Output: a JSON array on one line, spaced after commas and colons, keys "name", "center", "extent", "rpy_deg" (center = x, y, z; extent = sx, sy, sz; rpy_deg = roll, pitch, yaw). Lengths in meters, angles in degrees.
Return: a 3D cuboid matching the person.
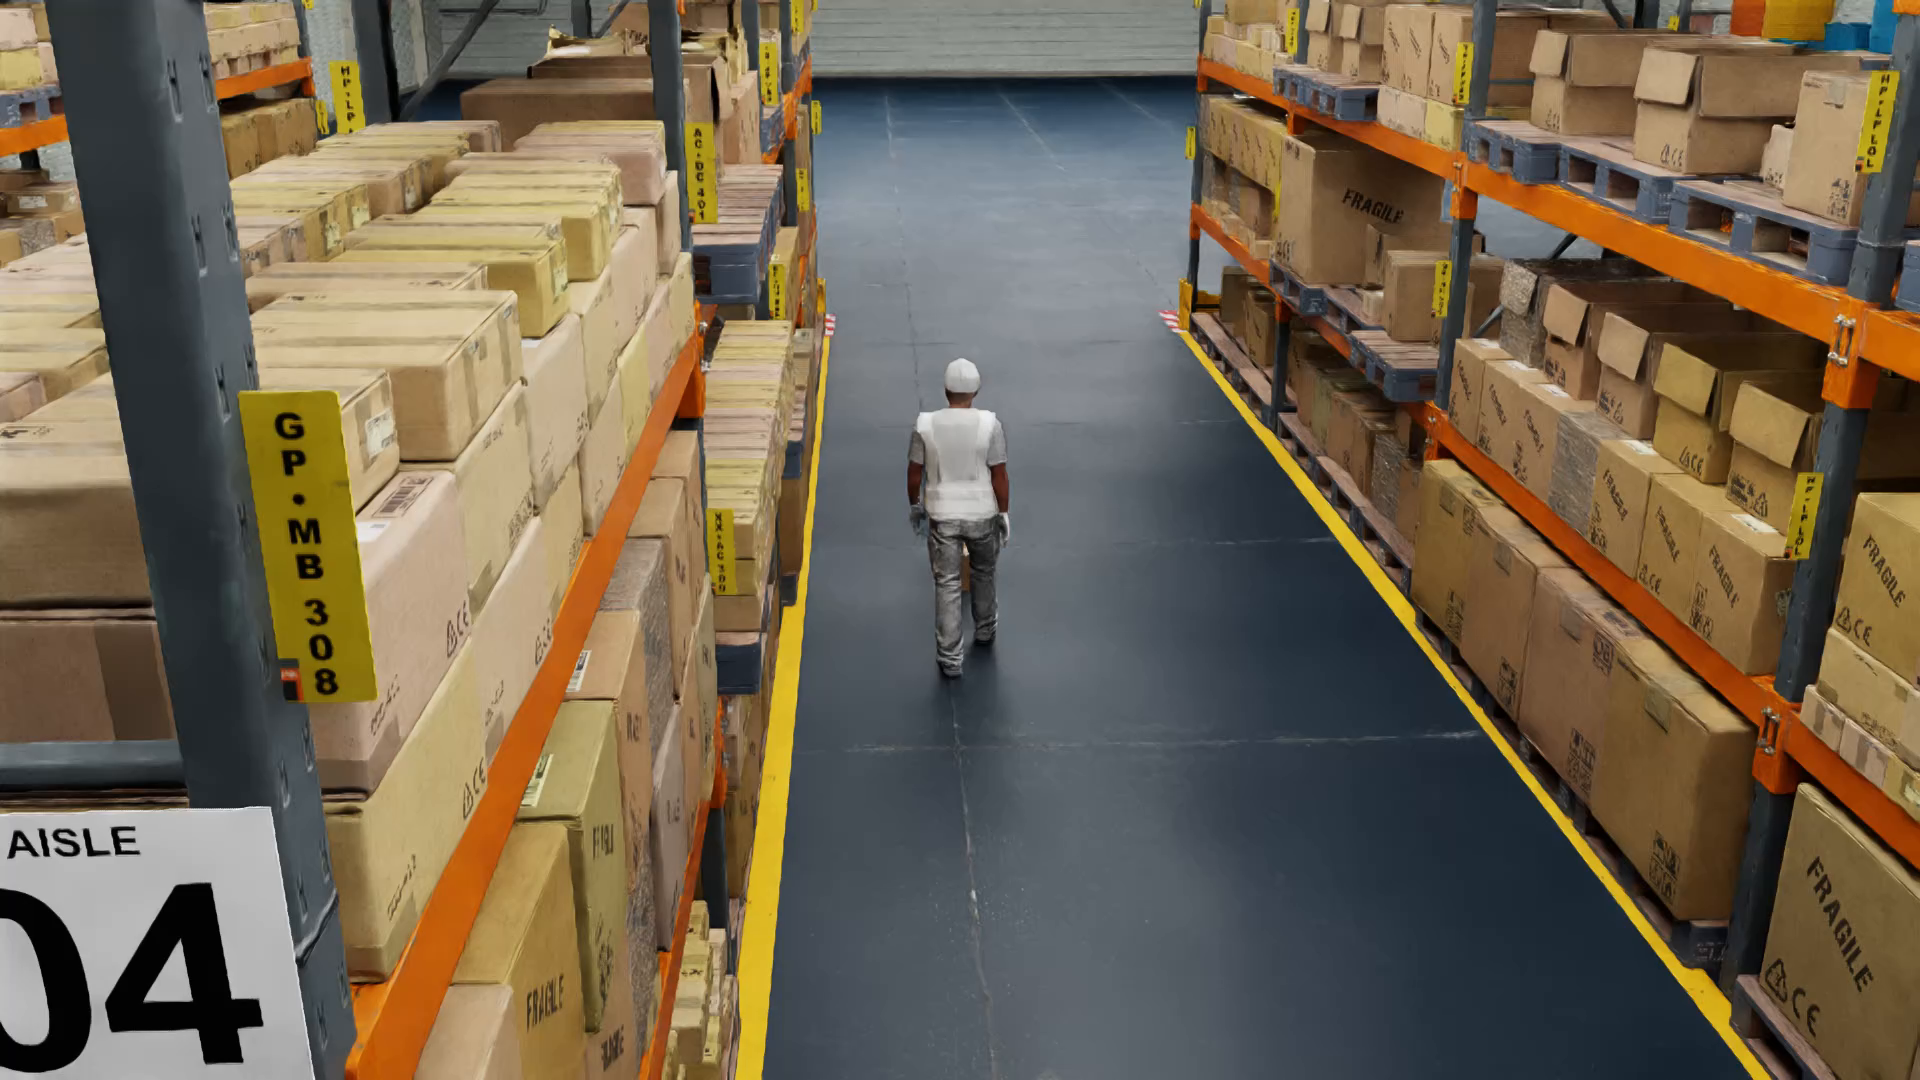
[{"name": "person", "center": [-0.006, -0.186, 9.519], "extent": [0.578, 1.758, 0.783], "rpy_deg": [0, 20, 0]}]
